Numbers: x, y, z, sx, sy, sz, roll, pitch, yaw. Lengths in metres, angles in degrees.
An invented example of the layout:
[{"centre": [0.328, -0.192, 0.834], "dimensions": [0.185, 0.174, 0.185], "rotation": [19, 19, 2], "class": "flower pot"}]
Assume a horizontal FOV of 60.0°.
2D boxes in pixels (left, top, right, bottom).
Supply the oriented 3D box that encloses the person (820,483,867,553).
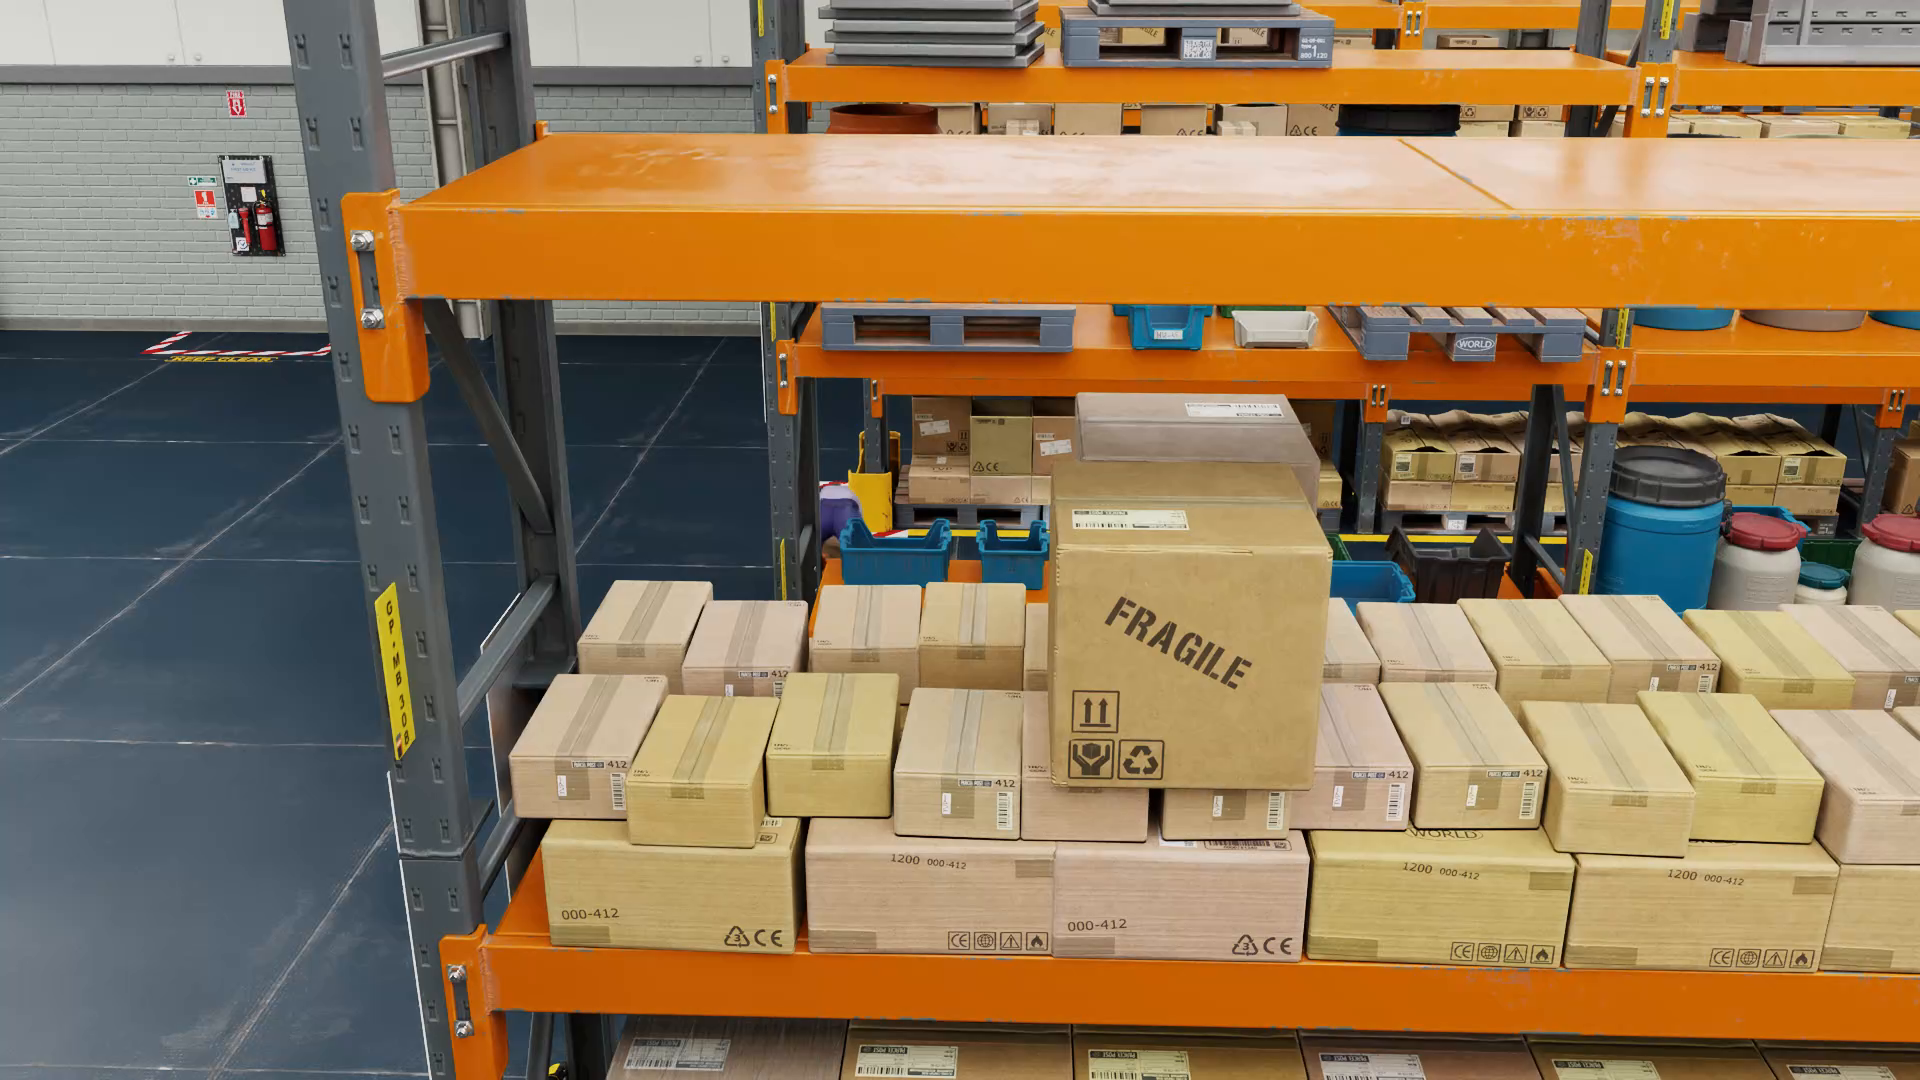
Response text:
[{"centre": [-0.926, -0.022, 12.293], "dimensions": [0.513, 0.841, 0.899], "rotation": [0, 21, -1], "class": "person"}]
